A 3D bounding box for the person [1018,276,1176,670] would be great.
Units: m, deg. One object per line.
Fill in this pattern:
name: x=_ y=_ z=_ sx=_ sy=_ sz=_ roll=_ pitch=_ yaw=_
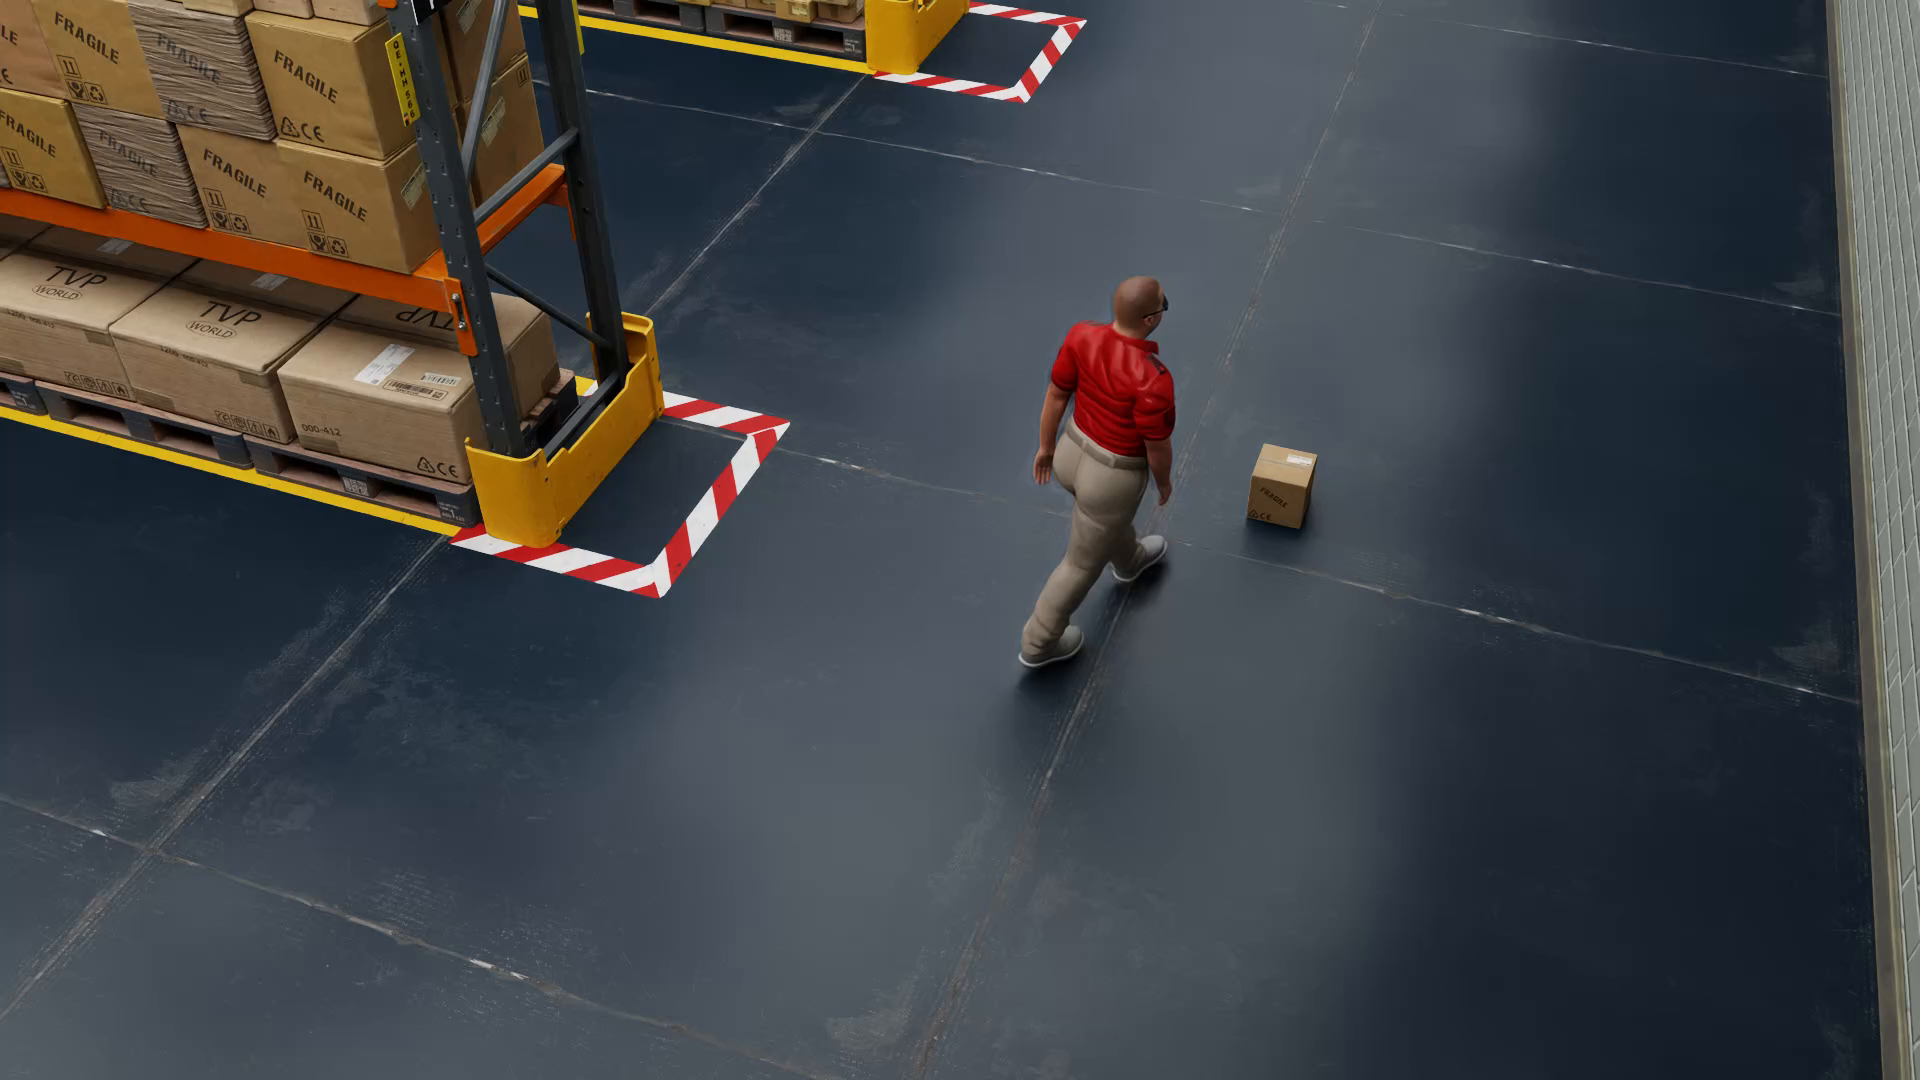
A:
person: x=0.619 y=-0.303 z=6.496 sx=0.979 sy=1.670 sz=0.544 roll=-25 pitch=47 yaw=-26
